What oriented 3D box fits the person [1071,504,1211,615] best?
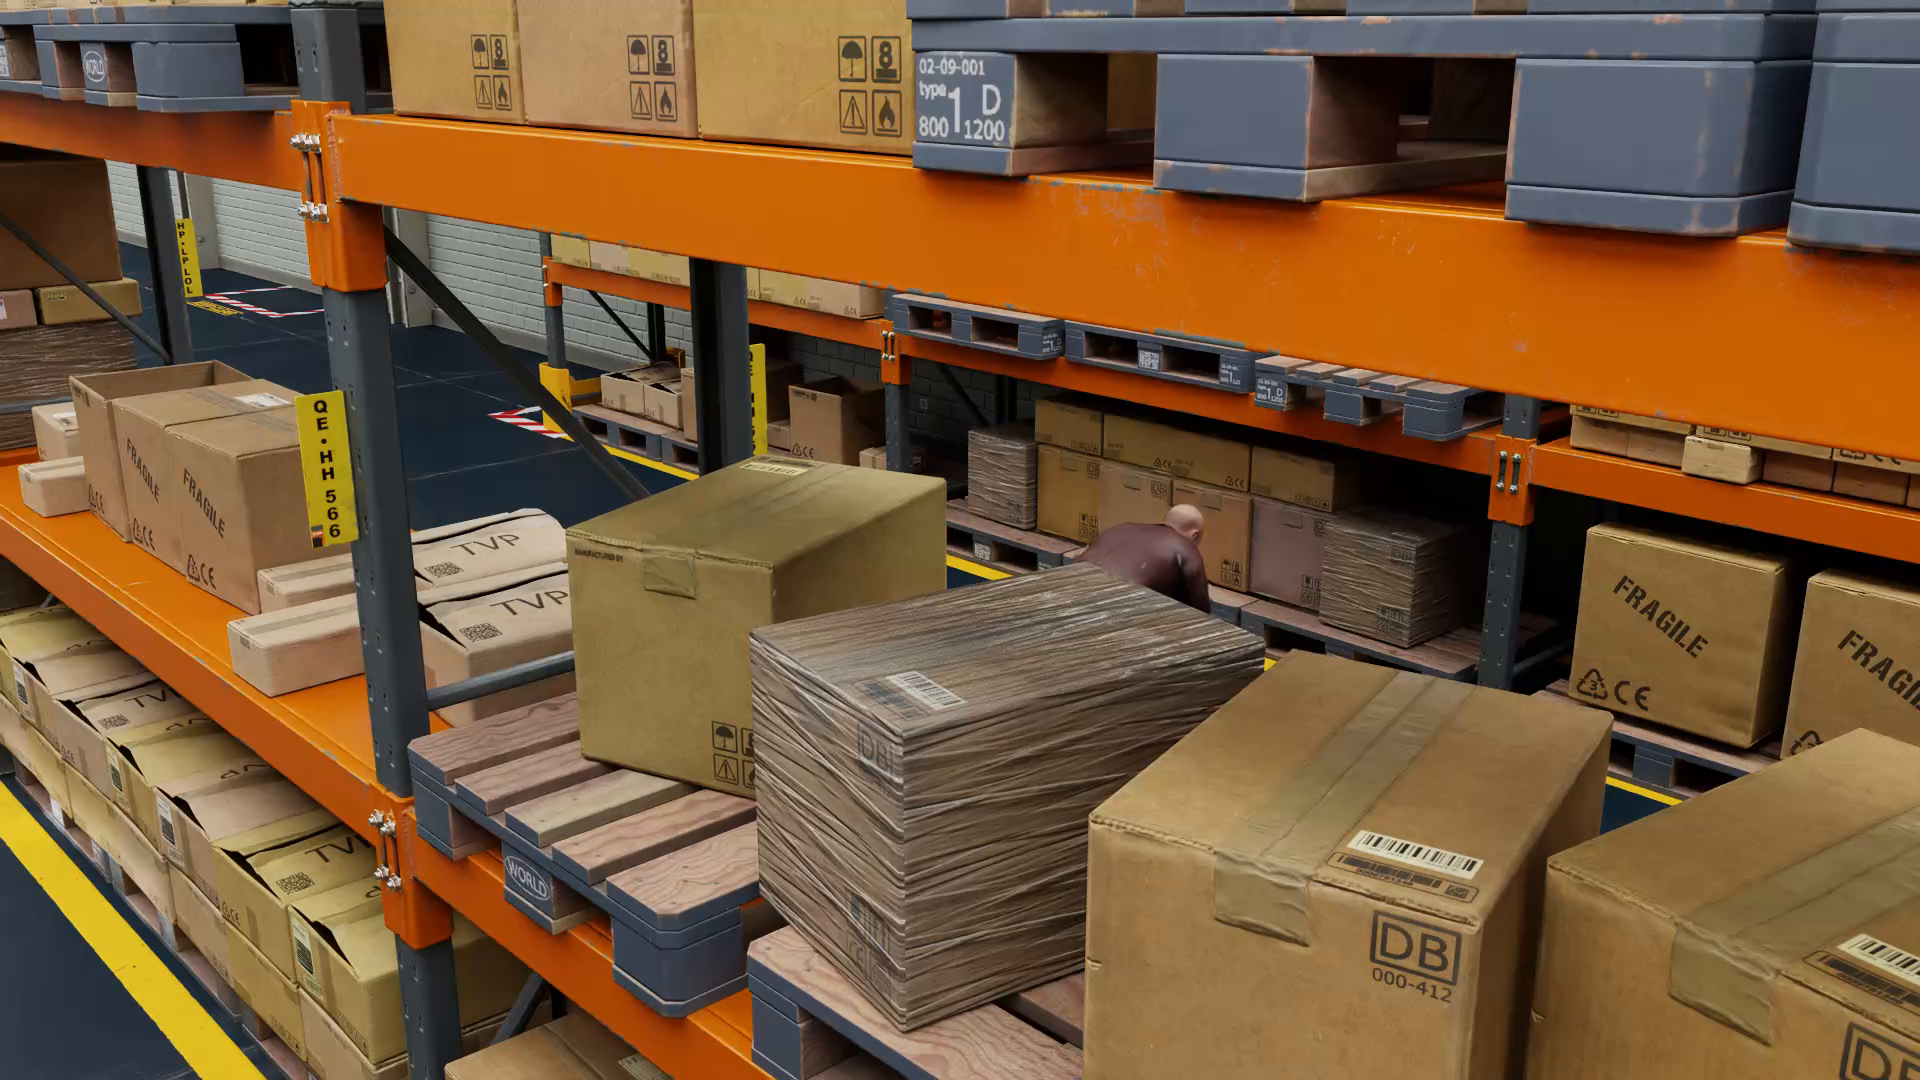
[{"bbox_3d":[0.746,0.422,7.080,0.592,0.965,0.950,16,23,42],"label":"person"}]
